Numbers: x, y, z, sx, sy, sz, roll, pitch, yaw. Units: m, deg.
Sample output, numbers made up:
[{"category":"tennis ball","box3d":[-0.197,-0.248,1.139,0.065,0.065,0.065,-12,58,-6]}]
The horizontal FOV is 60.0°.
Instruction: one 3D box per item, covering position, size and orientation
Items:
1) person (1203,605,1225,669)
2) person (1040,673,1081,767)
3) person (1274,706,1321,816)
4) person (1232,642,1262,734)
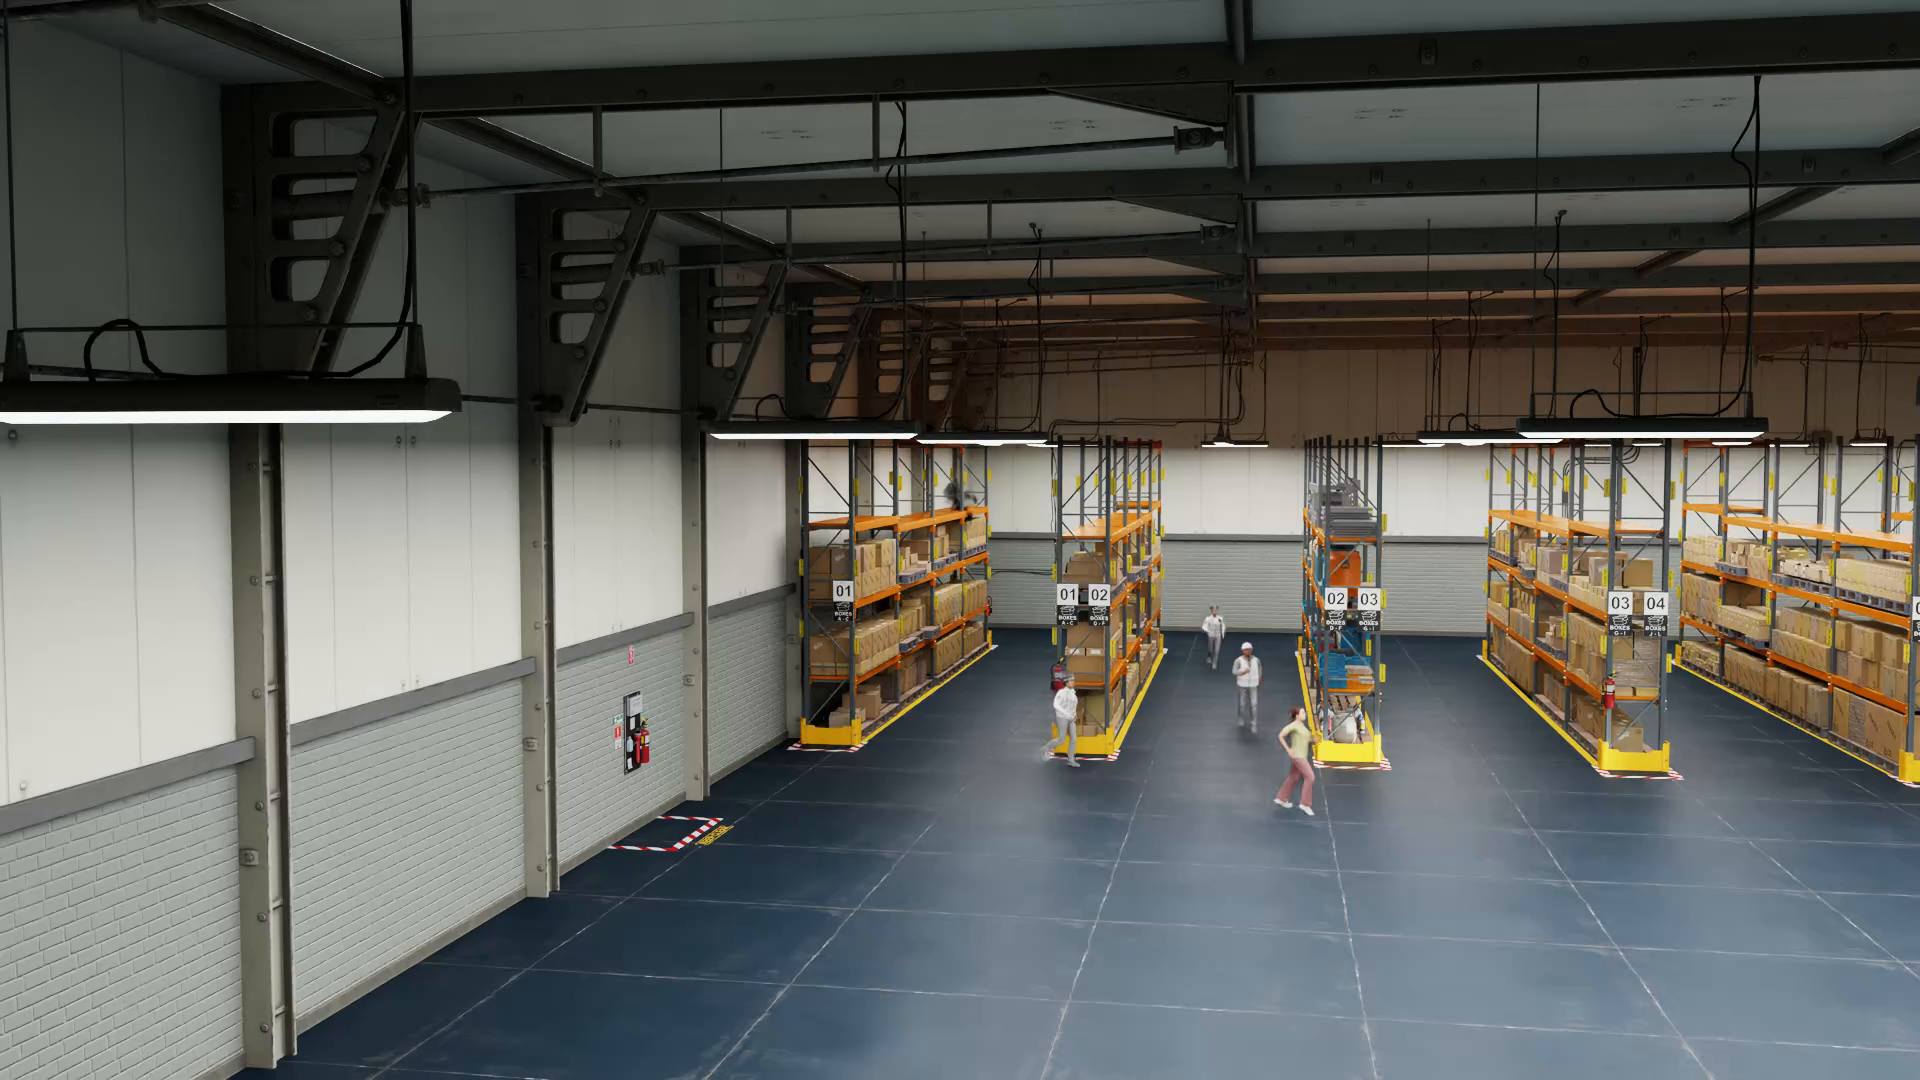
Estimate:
[{"category":"person","box3d":[6.669,2.533,43.603,0.614,1.659,0.687,0,3,-2]},{"category":"person","box3d":[1.884,3.246,30.239,0.808,1.674,0.670,2,4,29]},{"category":"person","box3d":[5.312,3.476,26.219,0.743,1.708,0.544,1,3,24]},{"category":"person","box3d":[5.861,2.983,33.894,0.643,1.795,0.906,0,3,0]}]
